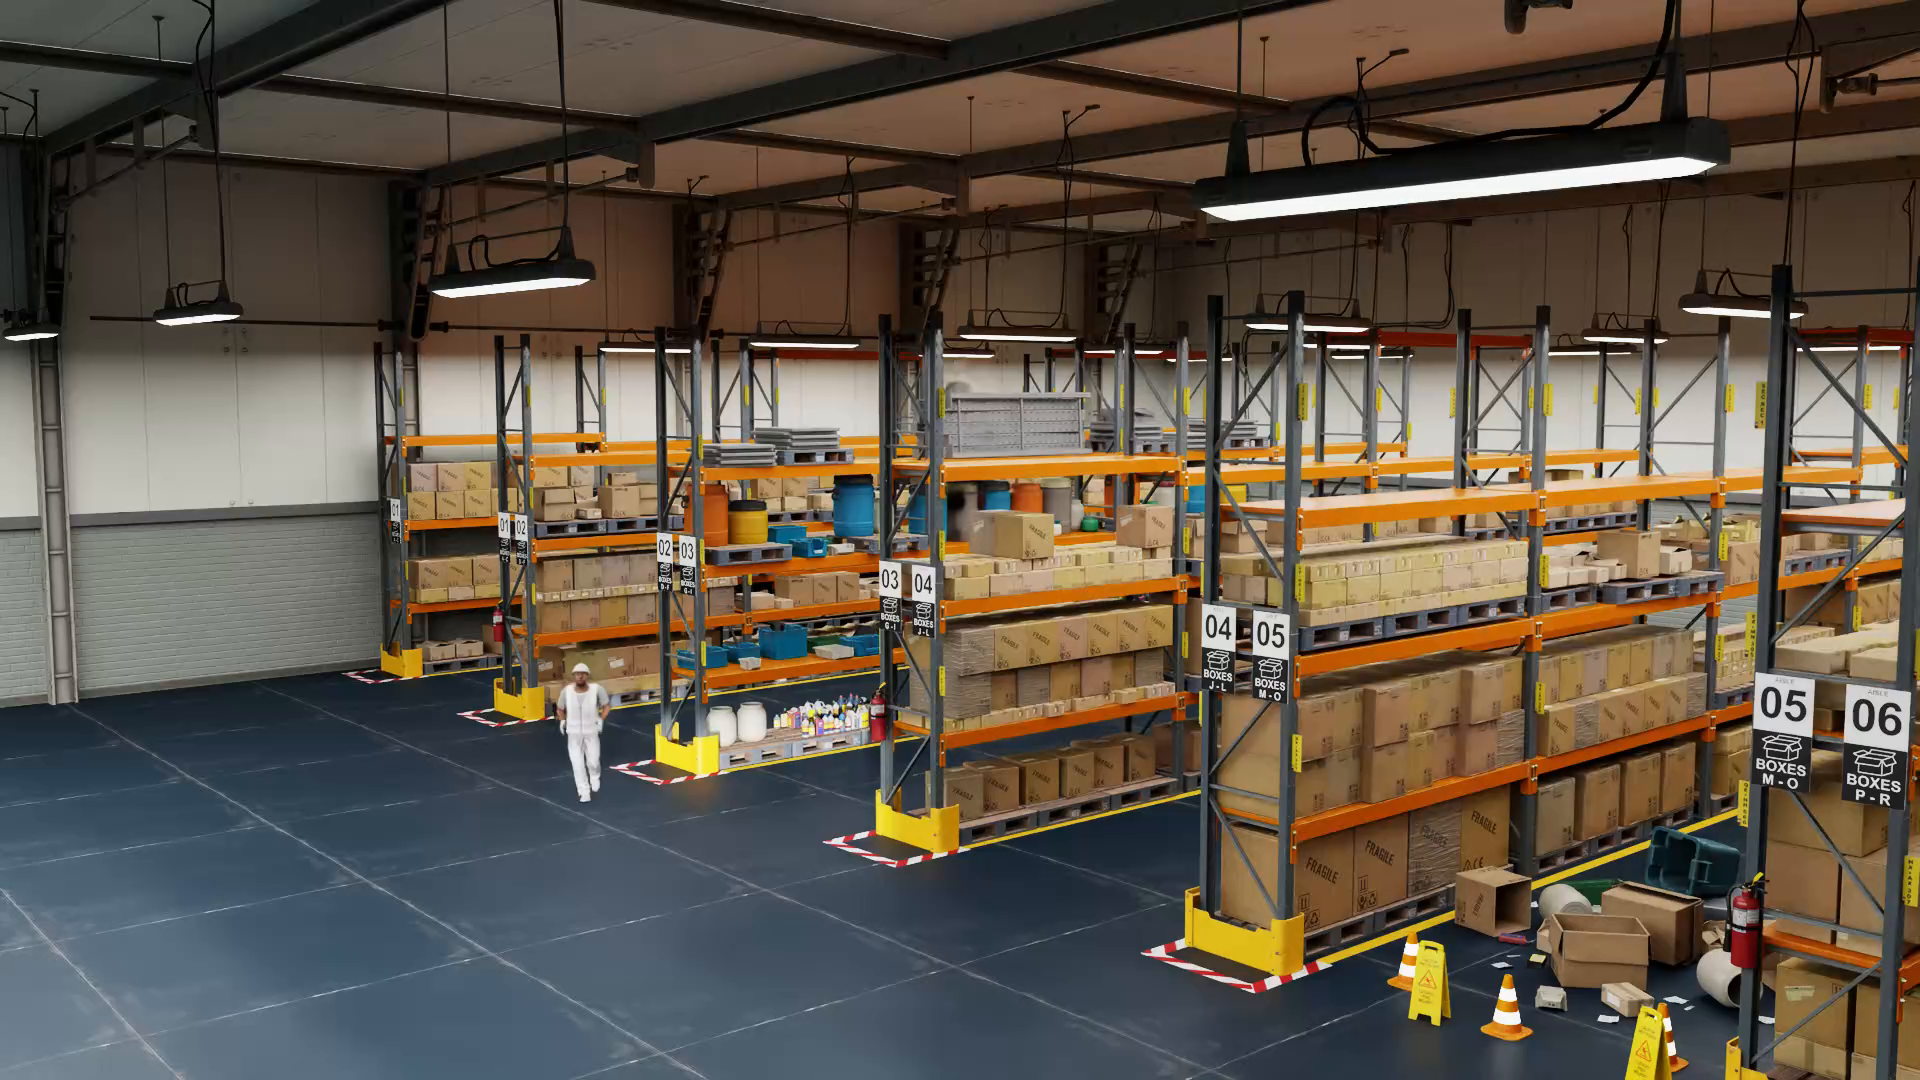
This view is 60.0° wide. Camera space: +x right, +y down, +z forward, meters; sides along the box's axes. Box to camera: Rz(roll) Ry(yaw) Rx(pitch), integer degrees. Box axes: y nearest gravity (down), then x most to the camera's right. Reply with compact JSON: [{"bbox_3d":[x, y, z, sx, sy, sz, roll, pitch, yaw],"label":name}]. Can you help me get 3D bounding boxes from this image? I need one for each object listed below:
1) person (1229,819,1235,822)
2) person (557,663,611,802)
[{"bbox_3d":[3.348,2.605,19.214,0.579,1.674,1.020,3,6,28],"label":"person"},{"bbox_3d":[-4.718,2.403,20.822,0.662,1.736,0.590,-1,5,-6],"label":"person"}]
